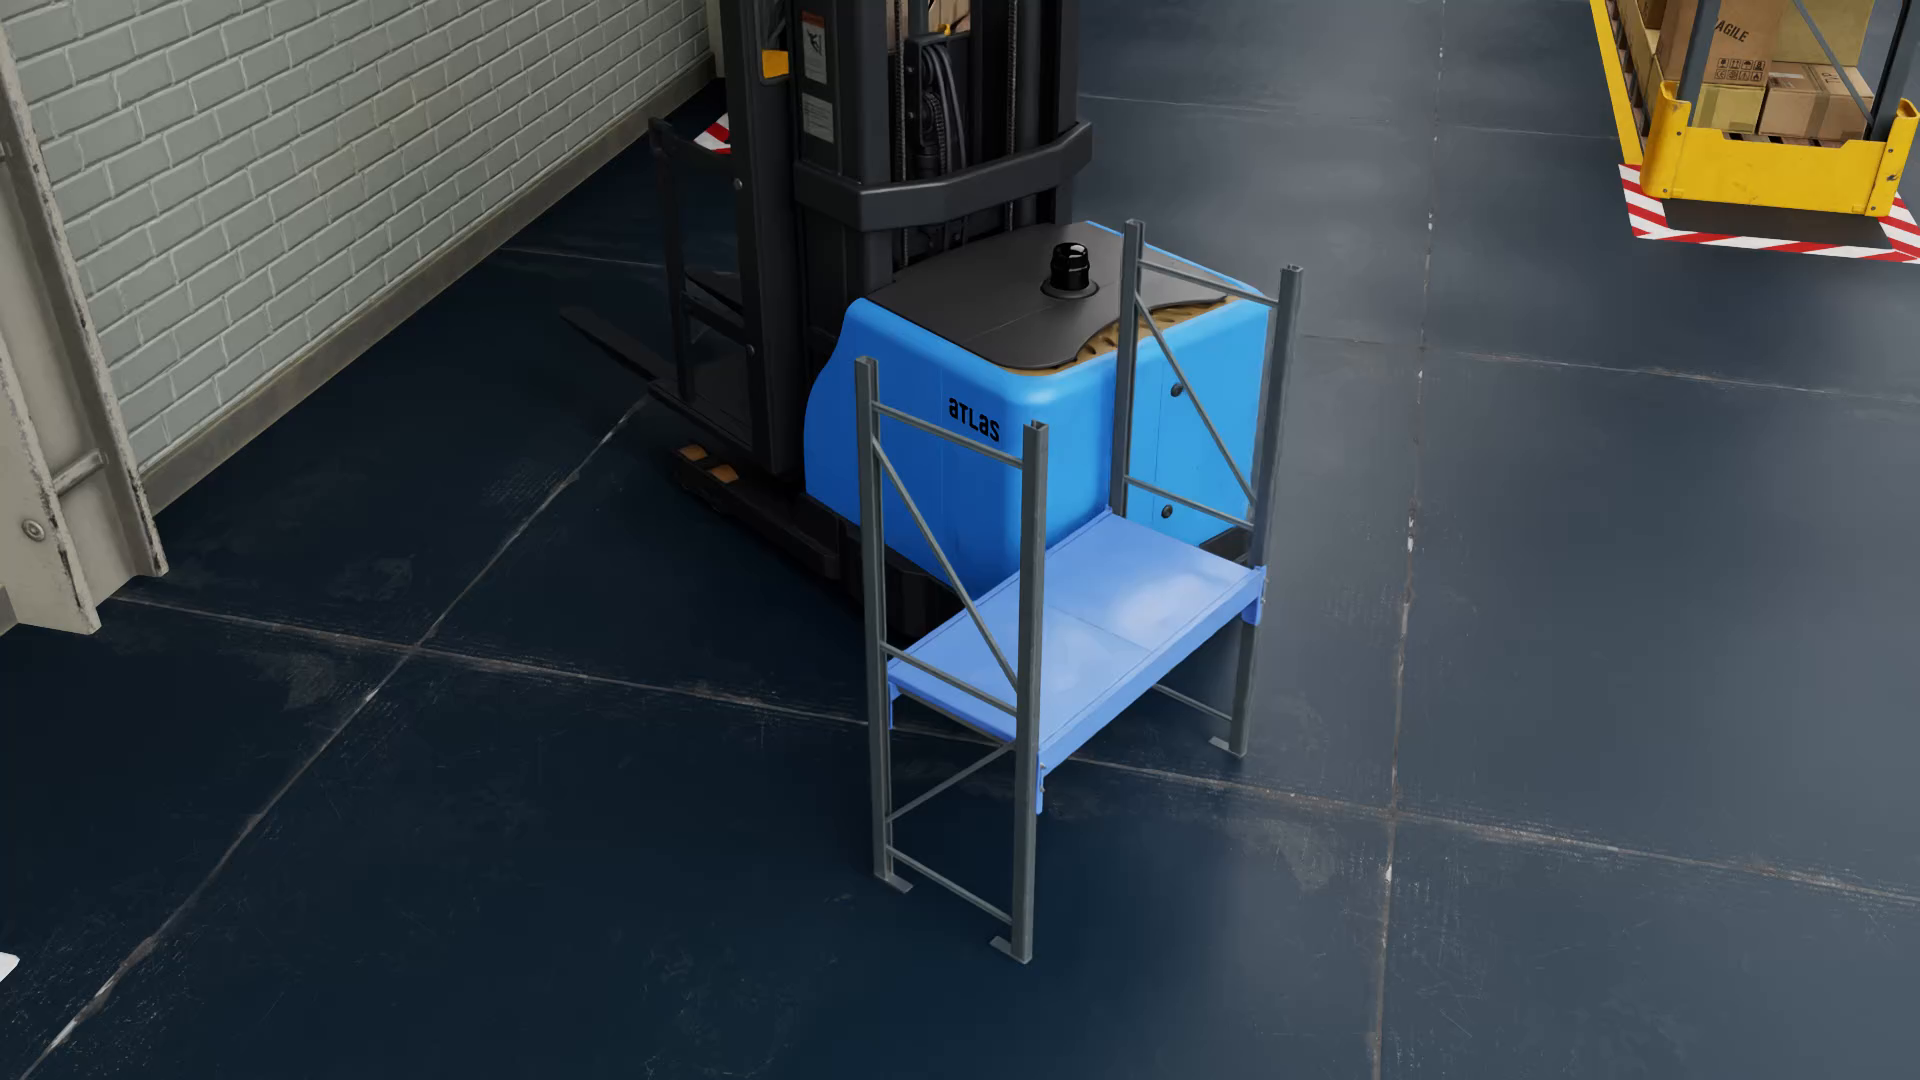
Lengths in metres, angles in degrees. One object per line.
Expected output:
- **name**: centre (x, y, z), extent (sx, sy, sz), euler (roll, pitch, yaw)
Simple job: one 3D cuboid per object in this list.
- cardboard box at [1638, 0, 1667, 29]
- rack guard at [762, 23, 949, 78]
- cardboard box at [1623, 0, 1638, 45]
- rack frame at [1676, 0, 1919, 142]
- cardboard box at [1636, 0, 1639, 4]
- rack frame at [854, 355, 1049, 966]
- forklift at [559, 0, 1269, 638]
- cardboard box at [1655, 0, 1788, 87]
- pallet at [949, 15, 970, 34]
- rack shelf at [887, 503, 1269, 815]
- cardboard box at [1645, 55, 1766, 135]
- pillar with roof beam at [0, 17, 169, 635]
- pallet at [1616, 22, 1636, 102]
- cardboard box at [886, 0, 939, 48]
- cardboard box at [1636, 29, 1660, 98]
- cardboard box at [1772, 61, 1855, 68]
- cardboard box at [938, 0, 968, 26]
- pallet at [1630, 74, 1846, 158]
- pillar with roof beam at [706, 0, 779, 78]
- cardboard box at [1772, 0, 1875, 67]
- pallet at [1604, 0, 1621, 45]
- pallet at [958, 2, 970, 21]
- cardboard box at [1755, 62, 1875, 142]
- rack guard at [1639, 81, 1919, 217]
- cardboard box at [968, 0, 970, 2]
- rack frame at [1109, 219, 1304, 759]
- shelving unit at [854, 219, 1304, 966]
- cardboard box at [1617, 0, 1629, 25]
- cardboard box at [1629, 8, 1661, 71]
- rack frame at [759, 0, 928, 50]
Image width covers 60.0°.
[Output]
- **cardboard box**: centre (4.205, -3.222, 9.494), extent (0.500, 0.500, 0.500), euler (8, 33, 12)
- **rack guard**: centre (-0.656, -2.706, 9.540), extent (1.175, 0.500, 0.348), euler (8, 33, 12)
- **cardboard box**: centre (4.337, -3.164, 10.102), extent (0.500, 0.250, 0.500), euler (8, 33, 12)
- **rack frame**: centre (4.117, -3.048, 7.749), extent (1.000, 3.000, 0.127), euler (8, 33, 12)
- **cardboard box**: centre (4.333, -3.481, 9.902), extent (0.500, 0.500, 0.500), euler (8, 33, 12)
- **rack frame**: centre (-0.024, 0.325, 3.840), extent (0.500, 1.500, 0.032), euler (24, 39, 32)
- **forklift**: centre (-0.409, -1.493, 5.366), extent (1.130, 2.935, 3.031), euler (-25, 40, -33)
- **cardboard box**: centre (3.965, -2.701, 8.675), extent (0.500, 0.500, 0.500), euler (8, 33, 12)
- **pallet**: centre (-0.416, -3.000, 10.273), extent (1.003, 0.211, 1.213), euler (8, 33, 12)
- **rack shelf**: centre (0.298, 0.266, 4.268), extent (0.538, 0.185, 1.000), euler (24, 39, 32)
- **cardboard box**: centre (3.967, -2.384, 8.875), extent (0.500, 0.250, 0.500), euler (8, 33, 12)
- **pillar with roof beam**: centre (1.307, -3.034, 2.135), extent (9.100, 9.000, 0.400), euler (8, 33, 12)
- **pallet**: centre (4.582, -2.905, 10.123), extent (1.003, 0.211, 1.213), euler (8, 33, 12)
- **cardboard box**: centre (-0.413, -3.119, 9.956), extent (0.500, 0.311, 0.500), euler (4, 33, 7)
- **cardboard box**: centre (4.083, -2.645, 9.286), extent (0.500, 0.250, 0.500), euler (8, 33, 12)
- **cardboard box**: centre (4.592, -2.573, 9.173), extent (0.500, 0.250, 0.500), euler (8, 33, 12)
- **cardboard box**: centre (-0.268, -3.415, 10.421), extent (0.500, 0.311, 0.500), euler (11, 34, 16)
- **pallet**: centre (4.271, -2.274, 9.131), extent (1.003, 0.211, 1.213), euler (8, 33, 12)
- **pillar with roof beam**: centre (2.830, -6.148, 7.032), extent (9.100, 9.000, 0.400), euler (8, 33, 12)
- **cardboard box**: centre (4.593, -2.890, 8.972), extent (0.500, 0.500, 0.500), euler (8, 33, 12)
- **pallet**: centre (4.890, -3.541, 11.122), extent (1.003, 0.211, 1.213), euler (8, 33, 12)
- **pallet**: centre (-0.104, -3.632, 11.266), extent (1.003, 0.211, 1.213), euler (8, 33, 12)
- **cardboard box**: centre (4.468, -2.313, 8.764), extent (0.500, 0.250, 0.500), euler (8, 33, 12)
- **rack guard**: centre (4.111, -1.981, 8.400), extent (1.175, 0.500, 0.348), euler (8, 33, 12)
- **cardboard box**: centre (-0.033, -3.868, 10.959), extent (0.700, 0.500, 0.500), euler (6, 33, 9)
- **rack frame**: centre (0.621, -0.096, 4.503), extent (0.500, 1.500, 0.032), euler (24, 39, 32)
- **shelving unit**: centre (0.298, 0.115, 4.172), extent (0.538, 1.500, 1.048), euler (24, 39, 32)
- **cardboard box**: centre (4.458, -3.424, 10.512), extent (0.500, 0.250, 0.500), euler (8, 33, 12)
- **cardboard box**: centre (4.208, -2.905, 9.695), extent (0.500, 0.250, 0.500), euler (8, 33, 12)
- **rack frame**: centre (-0.675, -3.721, 8.807), extent (1.000, 3.000, 0.127), euler (8, 33, 12)
